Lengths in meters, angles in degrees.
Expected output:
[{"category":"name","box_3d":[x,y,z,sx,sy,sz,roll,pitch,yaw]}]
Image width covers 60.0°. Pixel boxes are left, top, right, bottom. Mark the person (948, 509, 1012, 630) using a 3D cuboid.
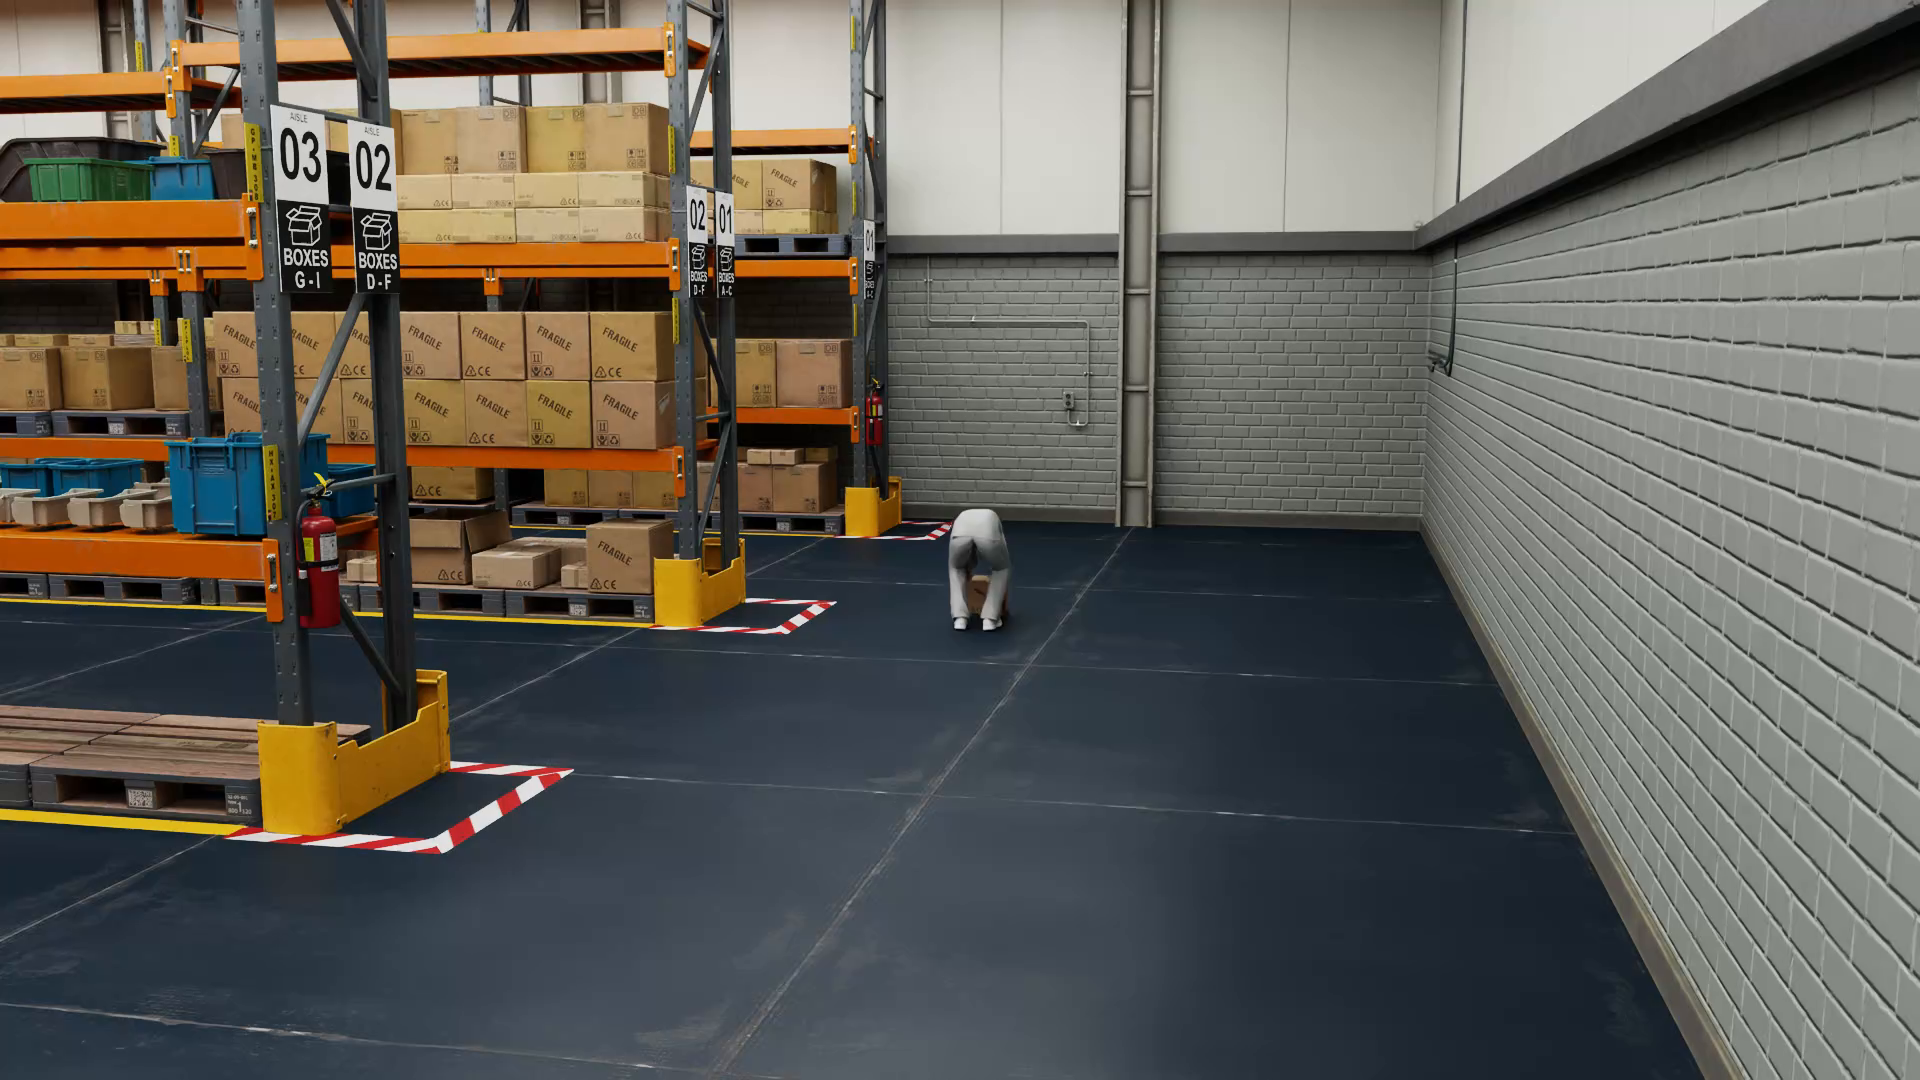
[{"category":"person","box_3d":[0.149,0.188,12.330,0.472,0.880,0.849,1,8,8]}]
